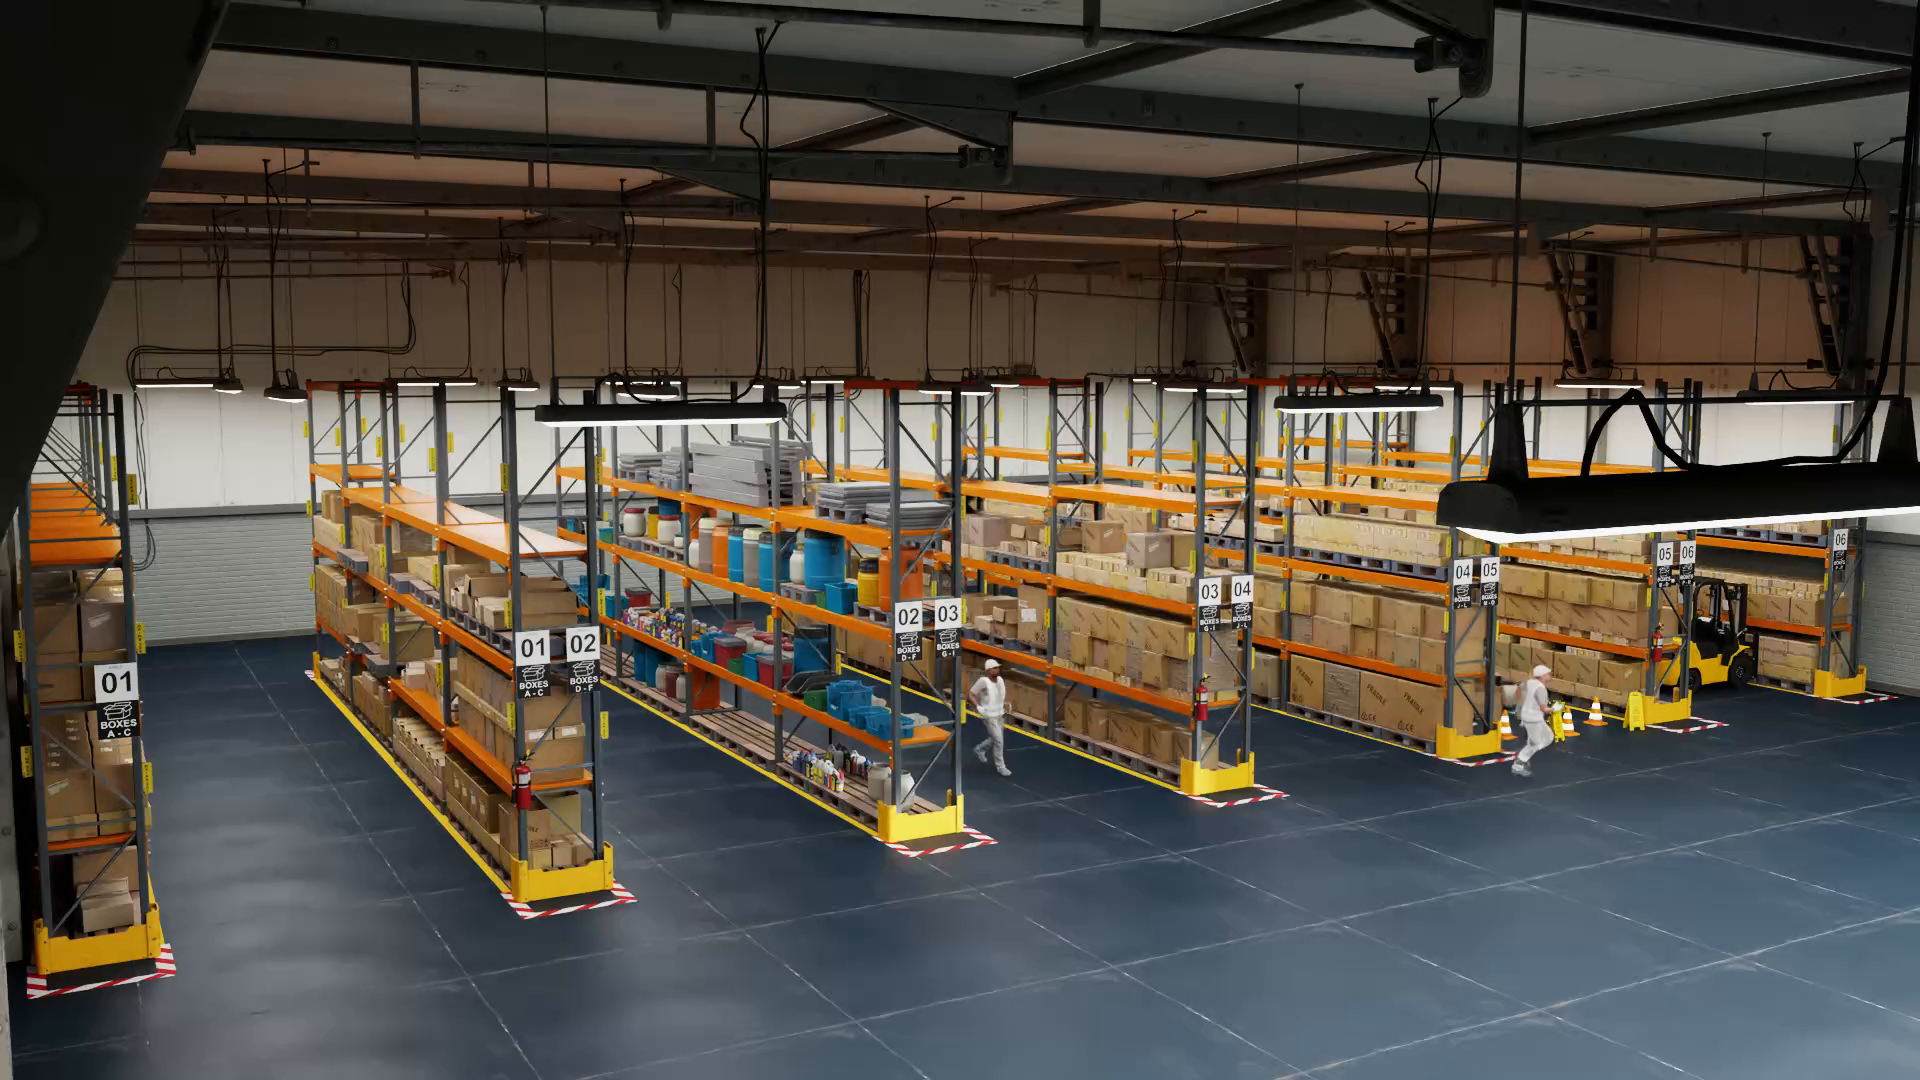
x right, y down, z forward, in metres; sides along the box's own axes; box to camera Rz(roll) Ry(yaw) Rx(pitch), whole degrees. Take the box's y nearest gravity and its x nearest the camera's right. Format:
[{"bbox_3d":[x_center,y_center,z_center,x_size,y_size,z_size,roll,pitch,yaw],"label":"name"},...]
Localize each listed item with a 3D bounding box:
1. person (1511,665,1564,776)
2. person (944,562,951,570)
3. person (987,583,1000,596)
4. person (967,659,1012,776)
[{"bbox_3d":[8.844,2.755,25.442,0.709,1.727,0.707,1,6,7],"label":"person"},{"bbox_3d":[-0.238,1.371,38.456,0.695,1.771,0.931,-3,7,-26],"label":"person"},{"bbox_3d":[0.876,1.026,42.051,0.791,1.748,0.773,2,6,15],"label":"person"},{"bbox_3d":[0.479,2.720,25.755,0.859,1.761,0.709,5,8,41],"label":"person"}]
